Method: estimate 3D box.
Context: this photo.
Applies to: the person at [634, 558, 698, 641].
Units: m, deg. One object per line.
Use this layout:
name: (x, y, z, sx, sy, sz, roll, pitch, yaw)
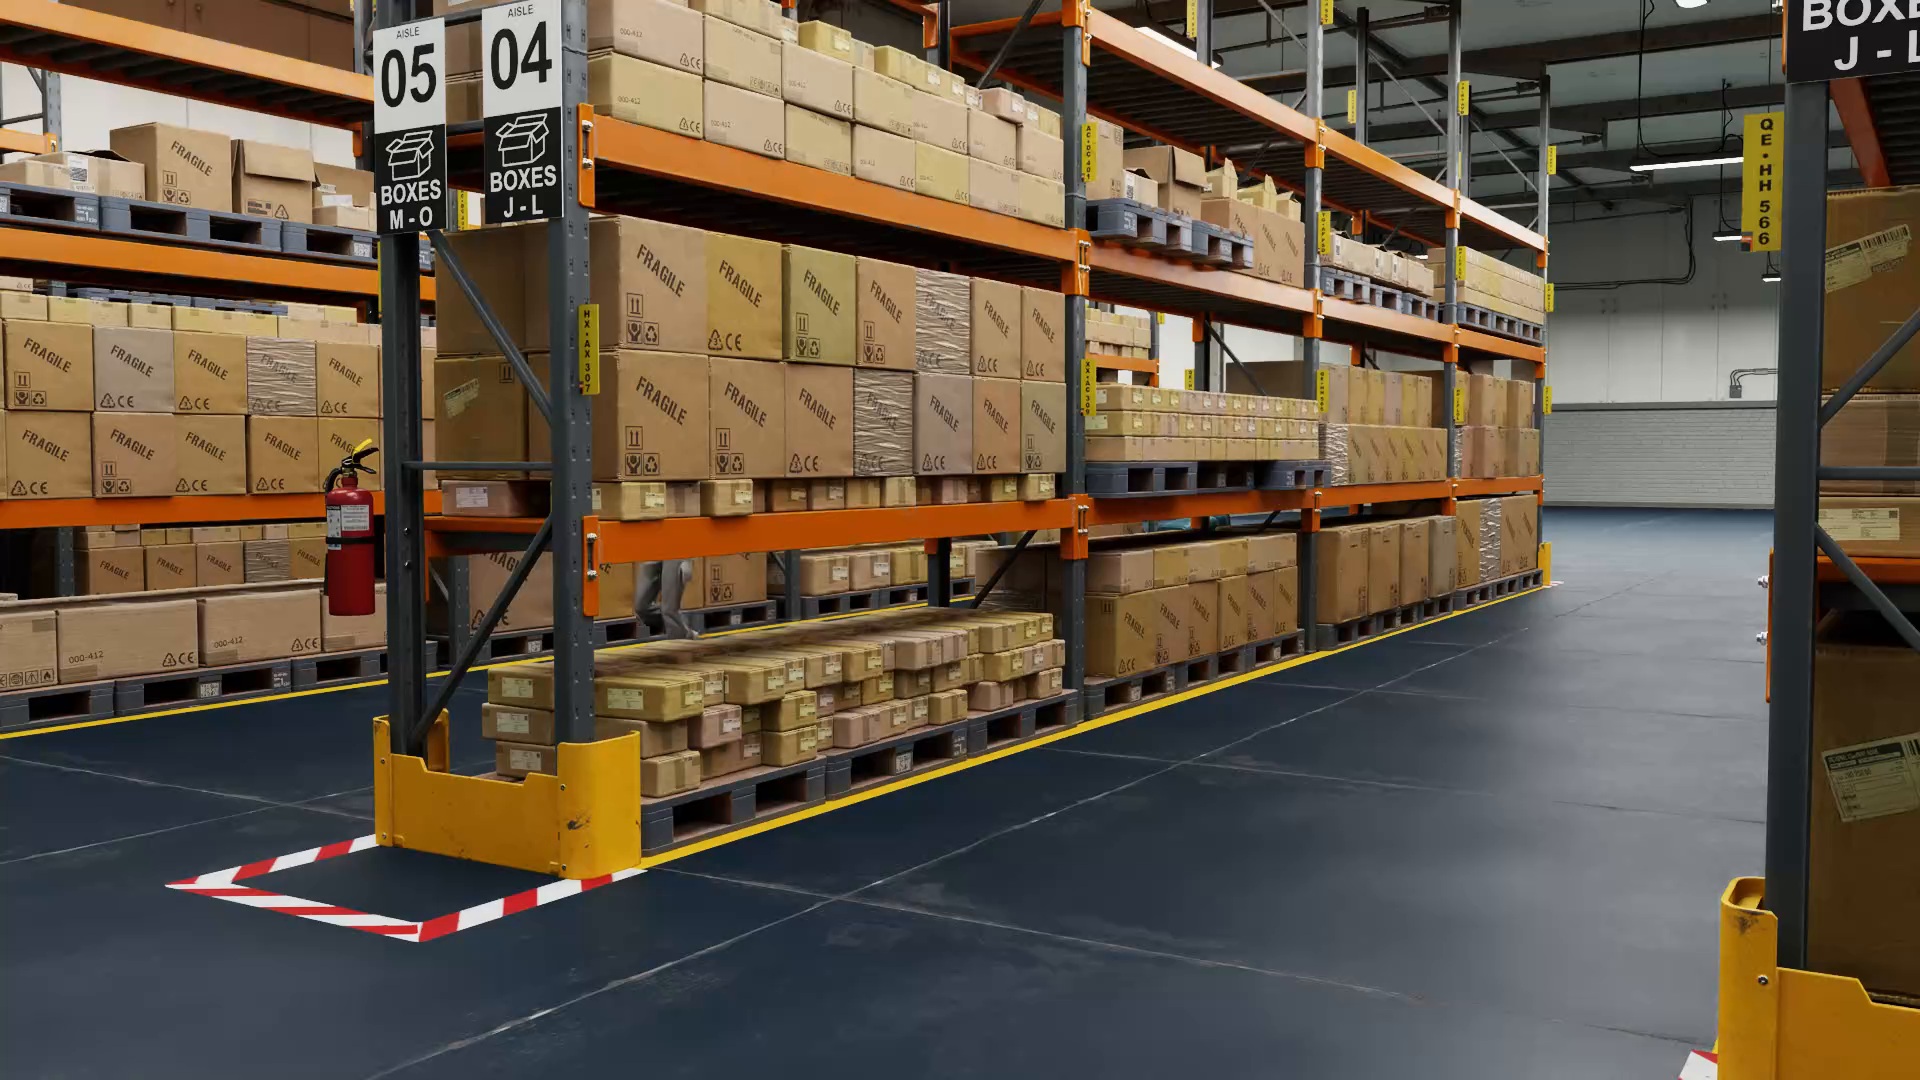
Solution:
person: (-1.953, 0.102, 11.381, 0.519, 1.682, 0.481, 3, 4, 43)
